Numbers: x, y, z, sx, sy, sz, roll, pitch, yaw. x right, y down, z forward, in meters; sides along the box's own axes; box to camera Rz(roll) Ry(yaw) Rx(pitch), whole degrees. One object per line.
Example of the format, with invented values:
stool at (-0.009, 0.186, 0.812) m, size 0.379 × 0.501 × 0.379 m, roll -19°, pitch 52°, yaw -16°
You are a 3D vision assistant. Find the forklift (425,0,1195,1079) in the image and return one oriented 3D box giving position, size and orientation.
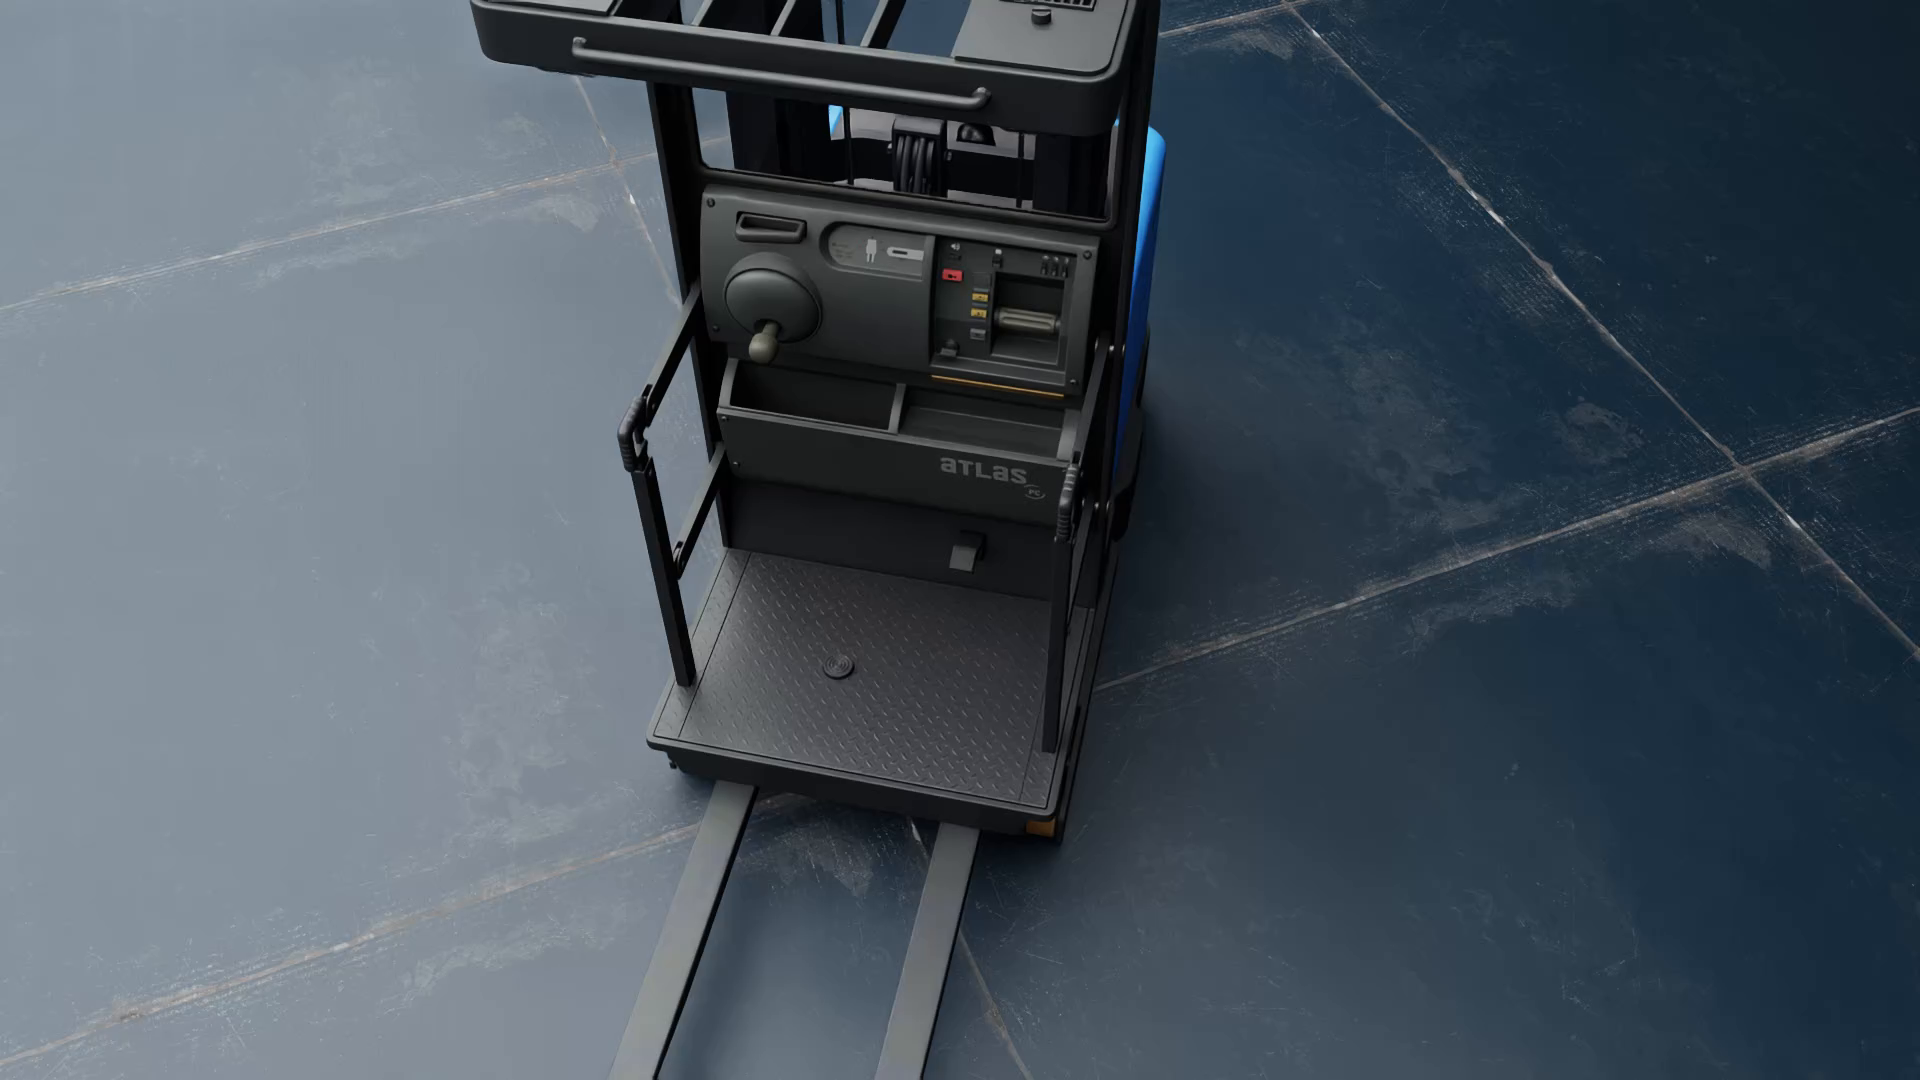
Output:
forklift at (-0.268, -0.482, 3.732) m, size 1.130 × 2.935 × 3.031 m, roll 15°, pitch 51°, yaw 12°
